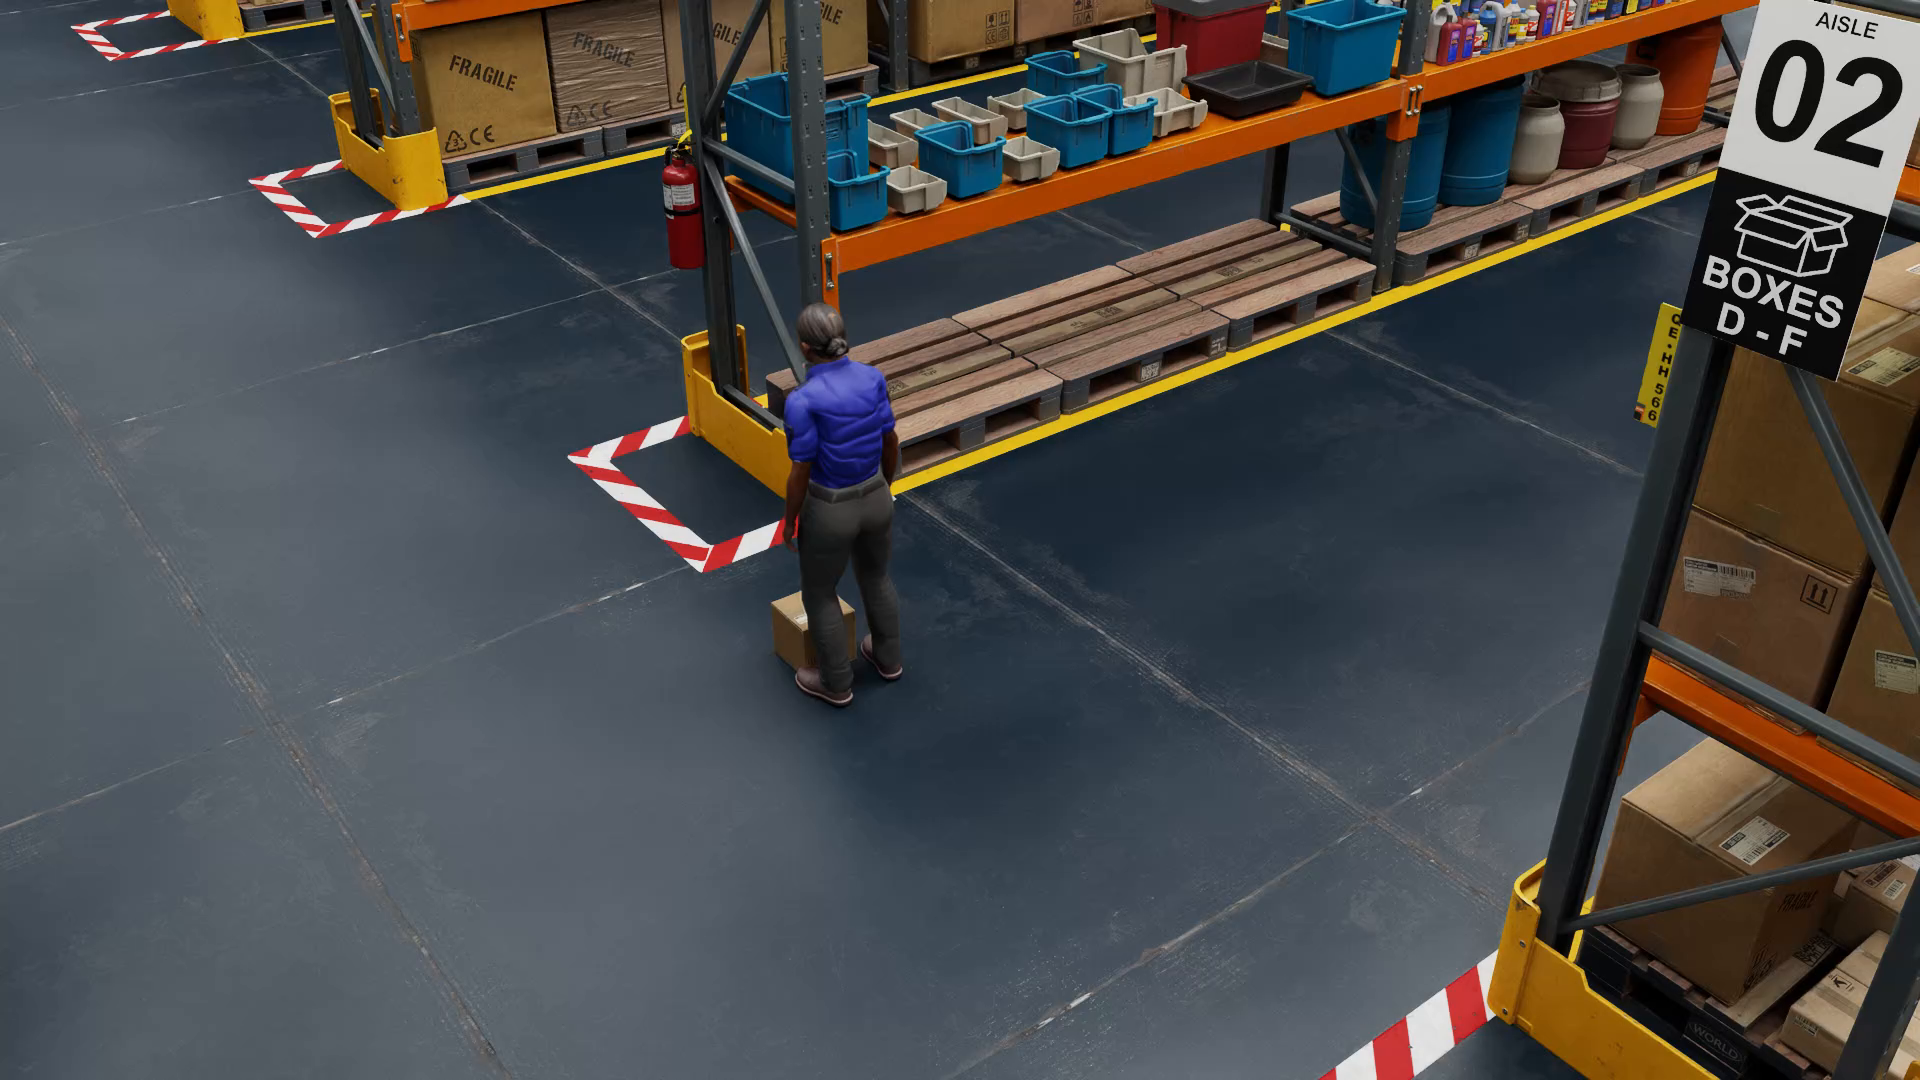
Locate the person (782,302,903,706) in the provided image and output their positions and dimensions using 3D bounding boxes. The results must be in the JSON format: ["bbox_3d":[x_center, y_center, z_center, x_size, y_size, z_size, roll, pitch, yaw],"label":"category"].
[{"bbox_3d":[-0.447,-0.124,6.337,0.505,1.655,0.346,-22,39,-31],"label":"person"}]
